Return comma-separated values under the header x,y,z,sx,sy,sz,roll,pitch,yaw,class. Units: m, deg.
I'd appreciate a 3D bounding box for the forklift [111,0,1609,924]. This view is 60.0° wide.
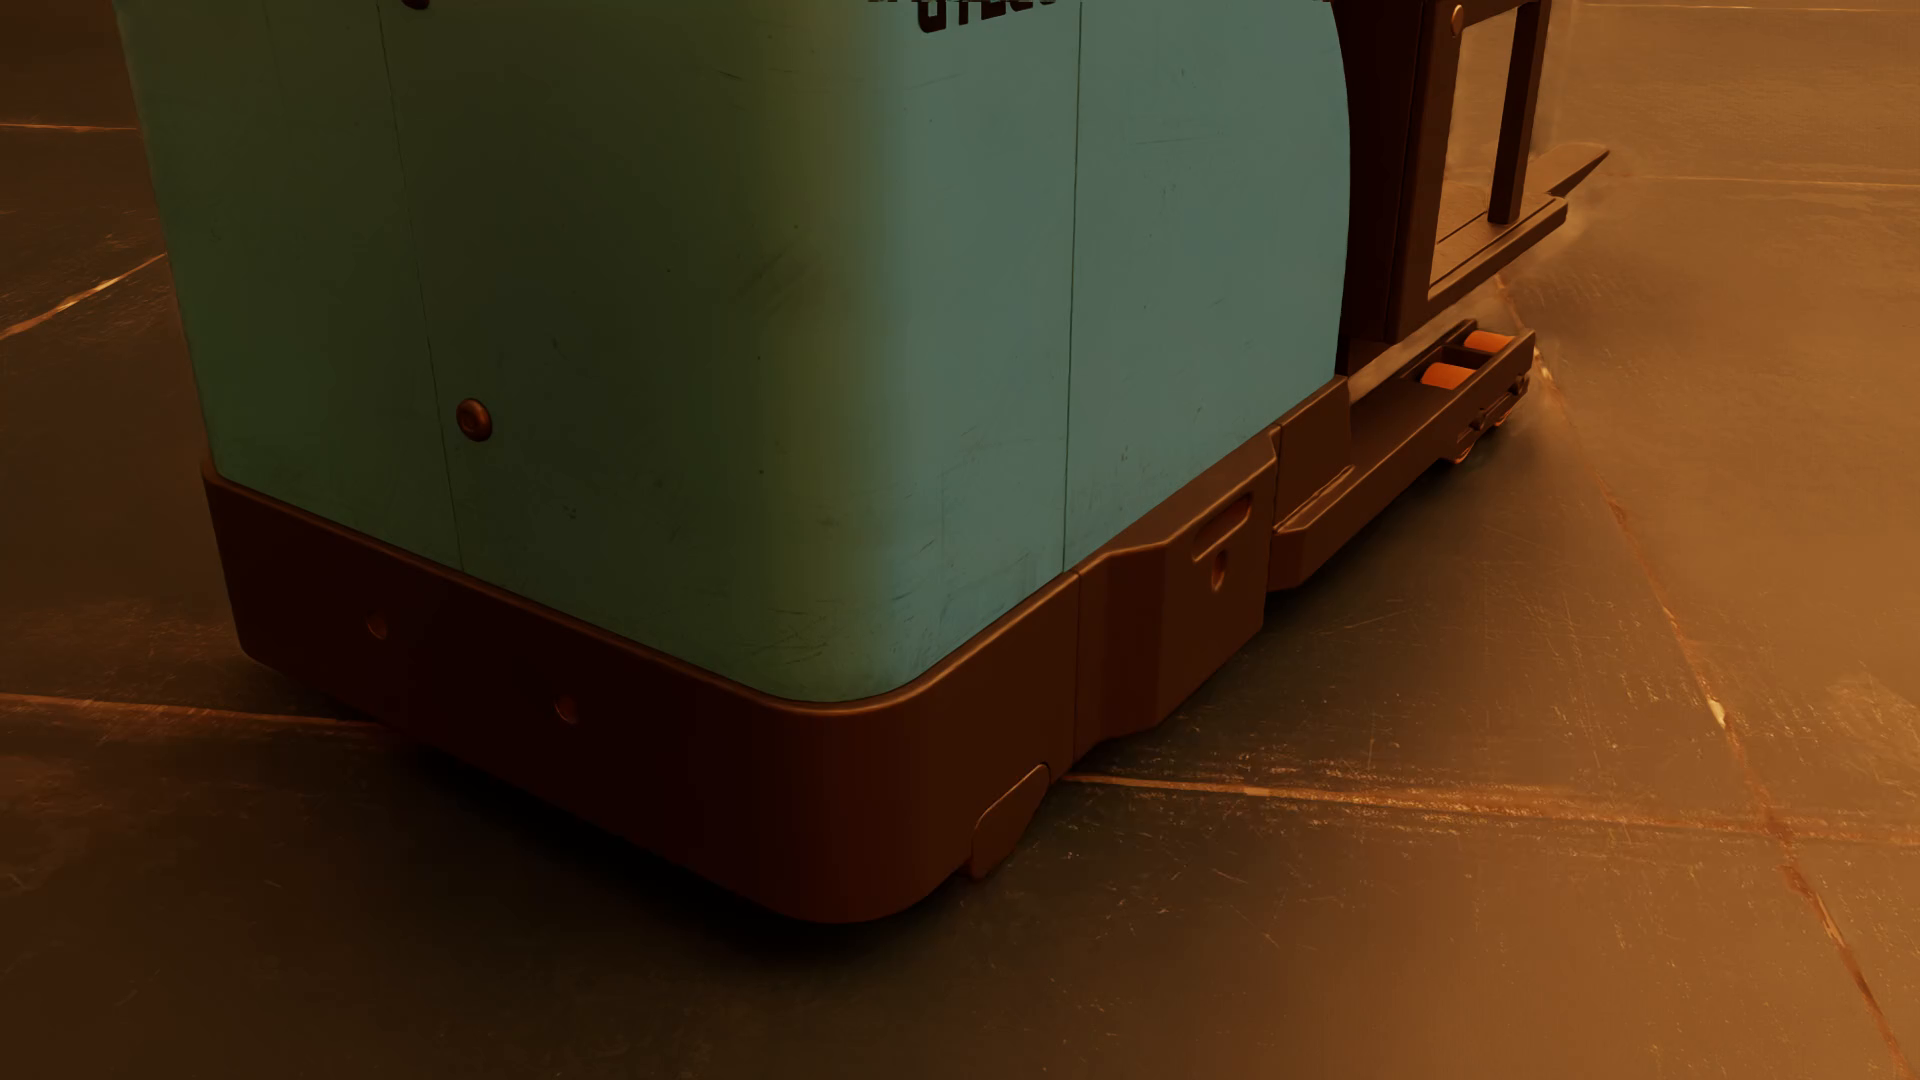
x,y,z,sx,sy,sz,roll,pitch,yaw,class
0.343,-1.547,2.318,1.130,2.935,3.031,17,31,31,forklift
